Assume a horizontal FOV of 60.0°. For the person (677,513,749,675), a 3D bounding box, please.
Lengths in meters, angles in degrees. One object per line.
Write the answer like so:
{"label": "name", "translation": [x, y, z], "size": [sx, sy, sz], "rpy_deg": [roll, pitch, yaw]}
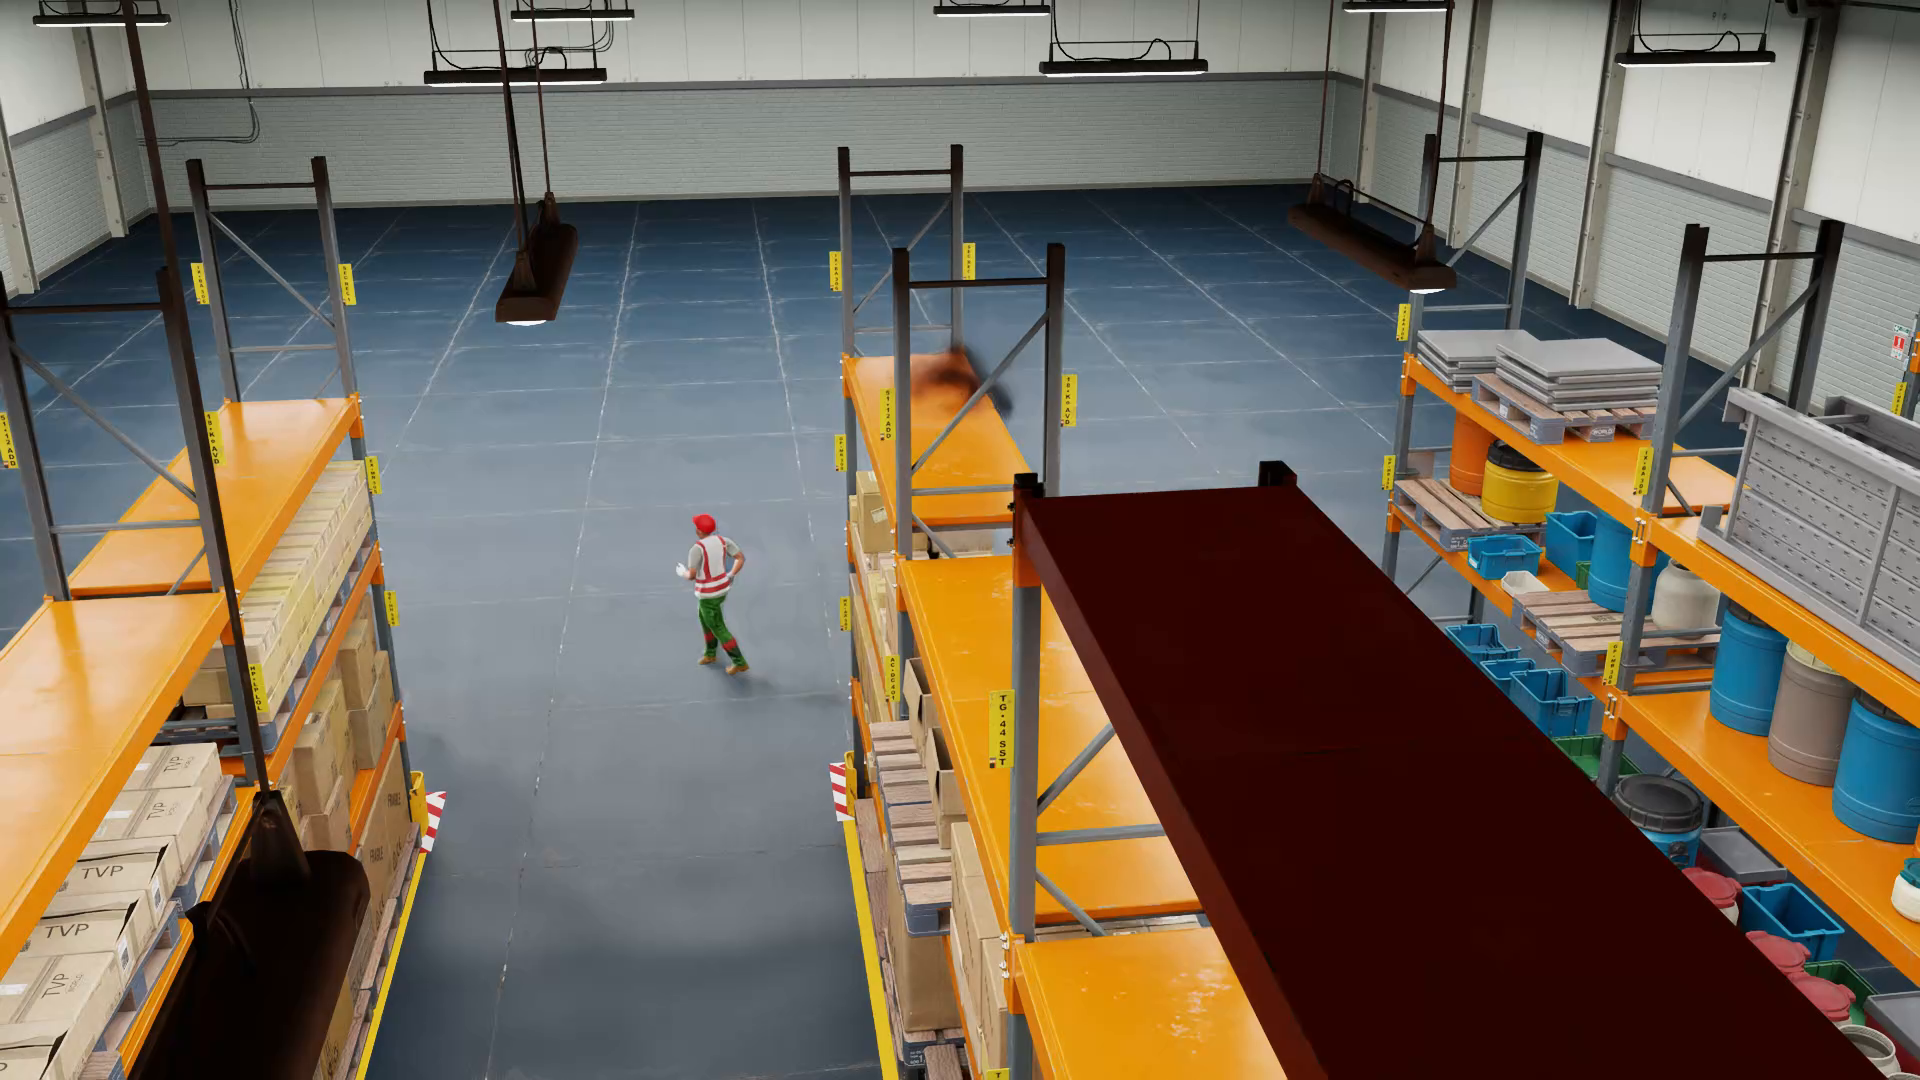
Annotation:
{"label": "person", "translation": [-2.619, 0.610, 17.668], "size": [0.793, 1.834, 0.643], "rpy_deg": [12, 25, 28]}
